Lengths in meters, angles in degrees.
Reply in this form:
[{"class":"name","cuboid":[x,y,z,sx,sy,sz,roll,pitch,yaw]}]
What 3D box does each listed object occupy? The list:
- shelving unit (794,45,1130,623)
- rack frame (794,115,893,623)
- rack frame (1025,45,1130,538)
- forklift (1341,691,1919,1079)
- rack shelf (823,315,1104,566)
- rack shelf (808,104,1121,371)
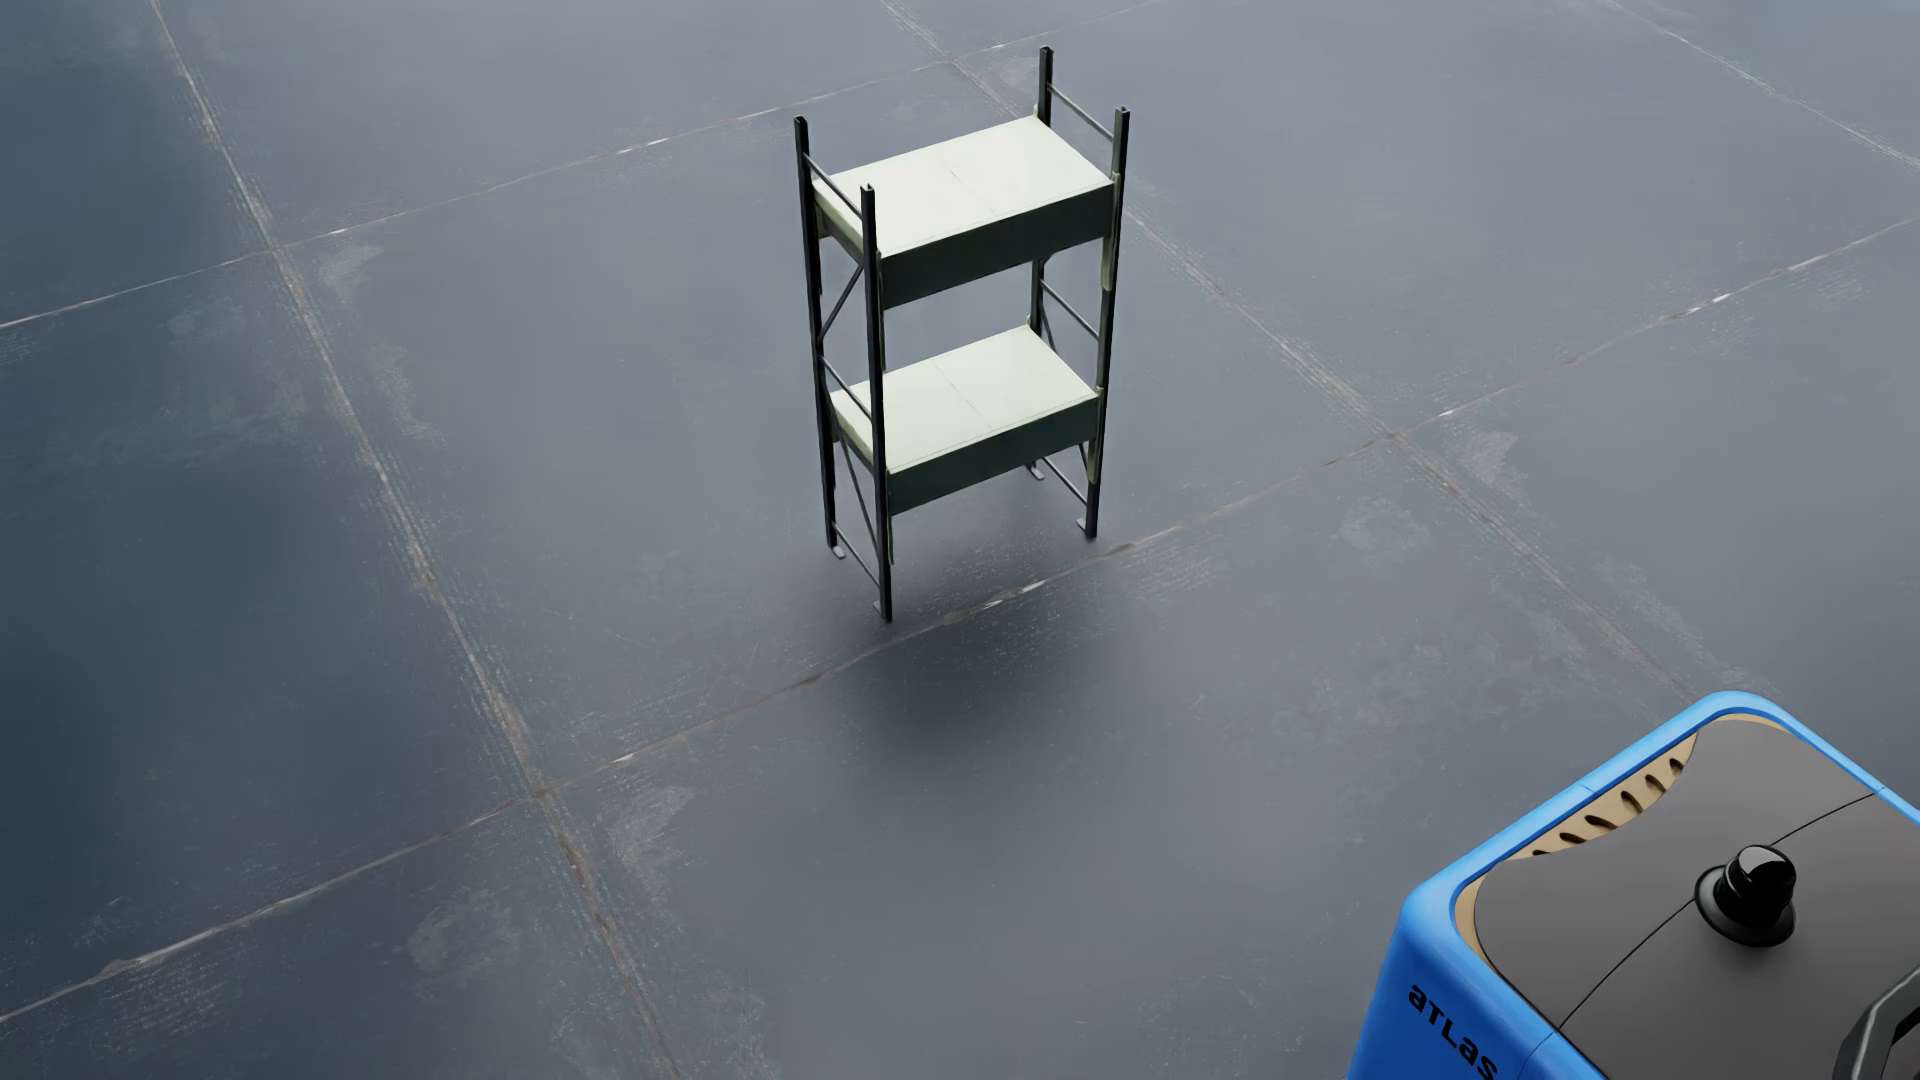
[{"class":"shelving unit","cuboid":[0.006,-0.541,4.730,0.755,1.500,0.431,-22,48,-21]},{"class":"rack frame","cuboid":[-0.312,-0.414,4.599,0.023,1.500,0.400,-22,48,-21]},{"class":"rack frame","cuboid":[0.323,-0.668,4.861,0.023,1.500,0.400,-22,48,-21]},{"class":"forklift","cuboid":[2.034,1.043,2.071,1.130,2.935,3.031,-25,50,-24]},{"class":"rack shelf","cuboid":[0.006,-0.307,4.957,0.720,0.370,0.431,-22,48,-21]},{"class":"rack shelf","cuboid":[0.006,-0.821,4.458,0.720,0.370,0.431,-22,48,-21]}]
